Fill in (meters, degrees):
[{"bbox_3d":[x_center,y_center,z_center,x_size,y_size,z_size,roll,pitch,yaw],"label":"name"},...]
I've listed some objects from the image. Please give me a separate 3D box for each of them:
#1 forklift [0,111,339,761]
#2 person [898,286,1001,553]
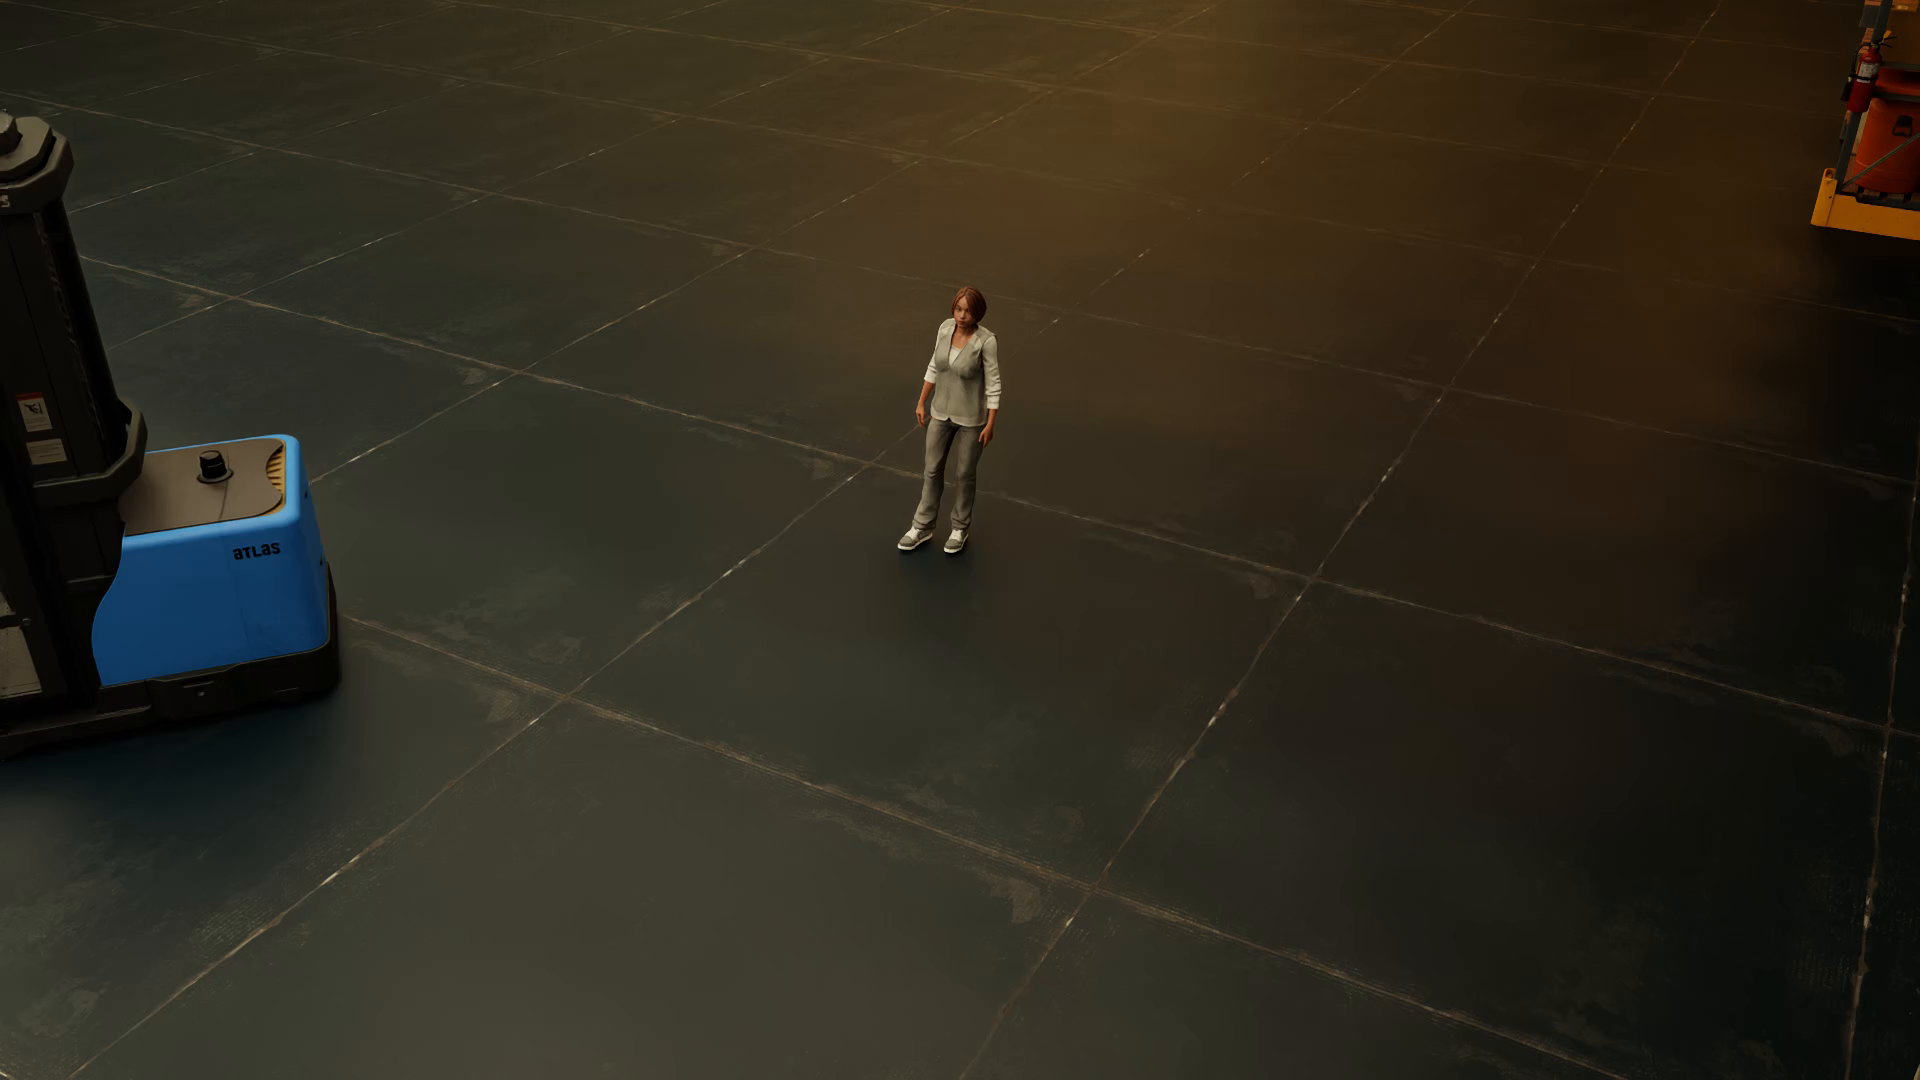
[{"bbox_3d":[-4.792,-0.450,7.850,3.031,2.935,1.130,-10,31,-17],"label":"forklift"},{"bbox_3d":[-0.049,-0.669,9.549,0.520,1.599,0.473,15,33,25],"label":"person"}]
